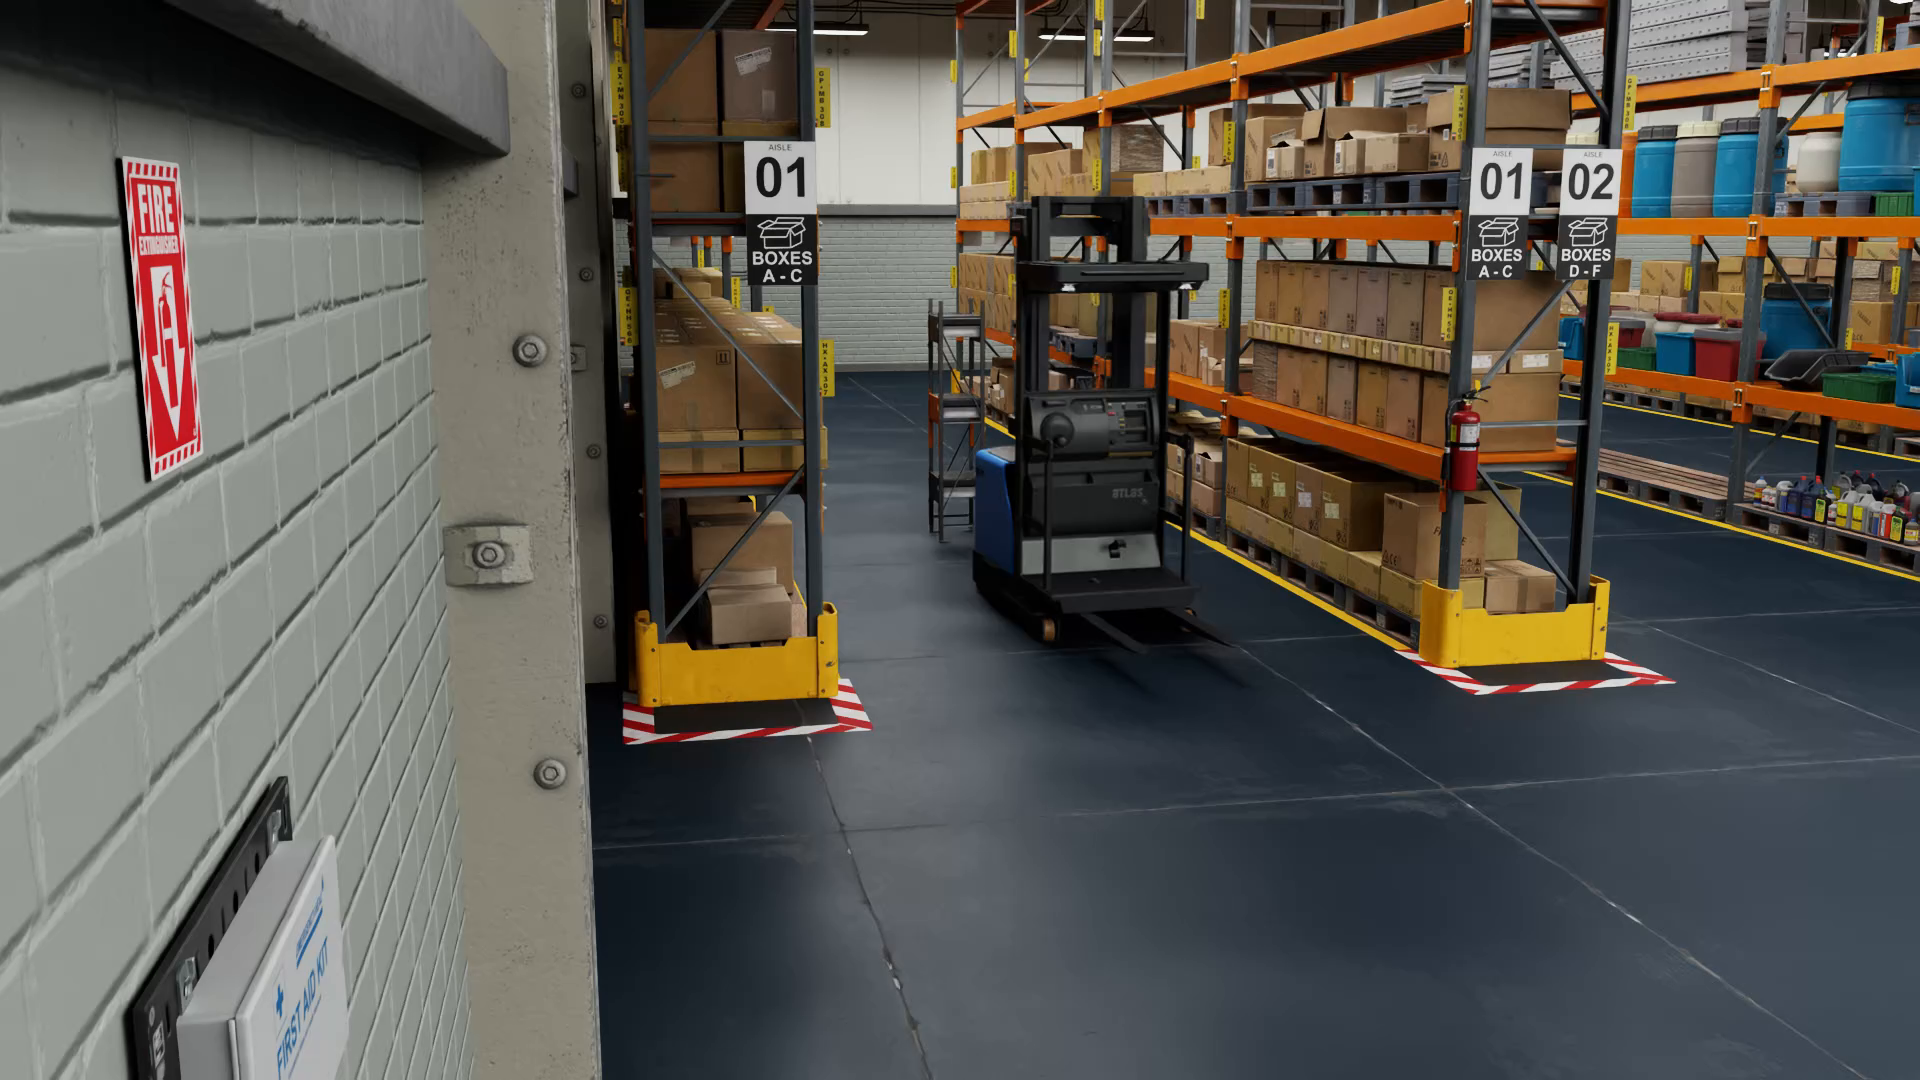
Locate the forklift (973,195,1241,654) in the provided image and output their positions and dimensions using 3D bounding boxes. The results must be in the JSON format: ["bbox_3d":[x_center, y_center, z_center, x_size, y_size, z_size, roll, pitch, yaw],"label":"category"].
[{"bbox_3d":[0.984,-0.835,11.243,1.130,2.935,3.031,-3,11,-15],"label":"forklift"}]

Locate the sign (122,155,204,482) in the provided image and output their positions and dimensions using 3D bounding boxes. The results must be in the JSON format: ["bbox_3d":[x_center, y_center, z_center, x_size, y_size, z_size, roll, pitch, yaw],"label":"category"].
[{"bbox_3d":[-0.774,-0.218,1.622,0.001,0.298,0.199,-2,11,-11],"label":"sign"}]

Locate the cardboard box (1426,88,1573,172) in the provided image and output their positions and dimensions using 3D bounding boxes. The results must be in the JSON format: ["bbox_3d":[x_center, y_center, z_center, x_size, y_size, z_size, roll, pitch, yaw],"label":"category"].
[{"bbox_3d":[3.447,-2.629,10.688,0.797,0.503,0.637,-1,11,-7],"label":"cardboard box"}]

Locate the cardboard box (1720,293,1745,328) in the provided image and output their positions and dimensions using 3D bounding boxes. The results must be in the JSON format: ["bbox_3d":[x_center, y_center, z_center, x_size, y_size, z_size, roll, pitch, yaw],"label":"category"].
[{"bbox_3d":[10.881,-3.148,22.944,0.500,0.500,0.500,-2,11,-11],"label":"cardboard box"}]

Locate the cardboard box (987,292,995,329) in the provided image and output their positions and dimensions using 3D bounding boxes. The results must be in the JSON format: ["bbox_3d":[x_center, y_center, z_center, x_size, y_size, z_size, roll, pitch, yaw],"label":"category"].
[{"bbox_3d":[0.668,-3.245,23.454,0.500,0.500,0.500,-2,11,-10],"label":"cardboard box"}]

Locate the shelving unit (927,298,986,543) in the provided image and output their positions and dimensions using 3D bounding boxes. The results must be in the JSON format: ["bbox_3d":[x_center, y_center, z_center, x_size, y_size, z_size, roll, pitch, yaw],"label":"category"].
[{"bbox_3d":[-0.032,-1.062,14.660,0.431,2.100,0.503,-2,11,-11],"label":"shelving unit"}]

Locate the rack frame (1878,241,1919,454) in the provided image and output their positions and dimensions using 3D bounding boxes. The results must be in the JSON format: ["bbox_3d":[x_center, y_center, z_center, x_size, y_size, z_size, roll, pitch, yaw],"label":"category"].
[{"bbox_3d":[11.716,-2.551,20.074,1.000,3.000,0.127,-2,11,-11],"label":"rack frame"}]

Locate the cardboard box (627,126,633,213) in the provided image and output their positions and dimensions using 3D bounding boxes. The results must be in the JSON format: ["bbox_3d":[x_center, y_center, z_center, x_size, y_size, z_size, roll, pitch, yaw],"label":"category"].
[{"bbox_3d":[-1.751,-2.232,10.058,0.500,0.500,0.500,-2,11,-11],"label":"cardboard box"}]

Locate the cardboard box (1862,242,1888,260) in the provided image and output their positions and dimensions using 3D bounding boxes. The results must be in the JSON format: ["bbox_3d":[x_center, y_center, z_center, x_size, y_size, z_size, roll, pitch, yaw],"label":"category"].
[{"bbox_3d":[15.056,-4.586,27.029,0.500,0.500,0.500,-2,11,-12],"label":"cardboard box"}]

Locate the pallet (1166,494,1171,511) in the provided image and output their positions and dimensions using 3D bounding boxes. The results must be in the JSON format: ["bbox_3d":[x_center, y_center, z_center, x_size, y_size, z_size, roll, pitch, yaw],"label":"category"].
[{"bbox_3d":[2.354,-0.445,16.472,1.003,0.211,1.213,-2,11,-11],"label":"pallet"}]

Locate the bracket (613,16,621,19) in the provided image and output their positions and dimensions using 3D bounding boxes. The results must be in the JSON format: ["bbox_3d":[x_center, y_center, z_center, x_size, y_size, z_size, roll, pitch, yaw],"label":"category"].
[{"bbox_3d":[-5.983,-9.180,29.234,0.235,0.232,0.430,-2,11,-11],"label":"bracket"}]

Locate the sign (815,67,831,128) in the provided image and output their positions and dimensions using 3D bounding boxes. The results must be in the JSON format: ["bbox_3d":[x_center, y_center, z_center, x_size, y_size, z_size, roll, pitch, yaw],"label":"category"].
[{"bbox_3d":[-0.772,-2.466,9.268,0.100,0.325,0.005,-2,11,-11],"label":"sign"}]

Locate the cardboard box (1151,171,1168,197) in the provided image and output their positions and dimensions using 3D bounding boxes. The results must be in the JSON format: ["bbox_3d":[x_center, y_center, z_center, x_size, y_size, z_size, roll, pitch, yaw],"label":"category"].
[{"bbox_3d":[2.262,-3.620,16.951,0.500,0.250,0.500,-2,11,-9],"label":"cardboard box"}]

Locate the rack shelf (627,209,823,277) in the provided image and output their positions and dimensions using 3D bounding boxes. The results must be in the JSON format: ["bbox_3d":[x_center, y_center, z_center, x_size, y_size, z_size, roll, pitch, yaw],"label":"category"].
[{"bbox_3d":[-1.693,-2.030,11.240,1.077,0.370,4.000,-2,11,-11],"label":"rack shelf"}]

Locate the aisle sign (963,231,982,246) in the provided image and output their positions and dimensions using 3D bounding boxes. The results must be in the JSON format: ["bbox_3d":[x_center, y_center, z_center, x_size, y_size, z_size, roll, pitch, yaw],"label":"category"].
[{"bbox_3d":[0.141,-4.937,25.661,0.394,0.787,0.004,-2,11,-11],"label":"aisle sign"}]

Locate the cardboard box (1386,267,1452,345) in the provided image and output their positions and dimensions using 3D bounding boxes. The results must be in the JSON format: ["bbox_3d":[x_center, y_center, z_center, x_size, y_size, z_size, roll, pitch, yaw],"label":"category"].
[{"bbox_3d":[3.358,-1.602,11.355,0.700,0.500,0.500,-2,11,-12],"label":"cardboard box"}]

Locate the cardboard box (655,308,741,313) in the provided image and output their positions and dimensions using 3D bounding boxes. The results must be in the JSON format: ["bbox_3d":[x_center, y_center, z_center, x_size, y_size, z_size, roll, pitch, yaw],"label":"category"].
[{"bbox_3d":[-2.249,-1.739,14.367,0.700,0.500,0.500,-1,11,-5],"label":"cardboard box"}]

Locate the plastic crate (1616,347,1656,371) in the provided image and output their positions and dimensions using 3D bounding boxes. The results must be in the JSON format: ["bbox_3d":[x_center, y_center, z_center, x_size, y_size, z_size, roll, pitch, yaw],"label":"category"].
[{"bbox_3d":[7.020,-1.842,16.918,0.450,0.188,0.662,-2,11,-11],"label":"plastic crate"}]

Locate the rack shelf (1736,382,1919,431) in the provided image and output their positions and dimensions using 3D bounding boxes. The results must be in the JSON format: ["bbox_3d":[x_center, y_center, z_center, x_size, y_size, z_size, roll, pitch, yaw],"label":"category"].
[{"bbox_3d":[8.025,-0.917,13.414,1.077,0.370,4.000,-2,11,-11],"label":"rack shelf"}]

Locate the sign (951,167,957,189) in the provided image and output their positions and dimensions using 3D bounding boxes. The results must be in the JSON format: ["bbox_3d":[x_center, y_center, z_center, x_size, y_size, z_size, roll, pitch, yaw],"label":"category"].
[{"bbox_3d":[-0.090,-5.541,25.428,0.100,0.325,0.005,-2,11,-11],"label":"sign"}]

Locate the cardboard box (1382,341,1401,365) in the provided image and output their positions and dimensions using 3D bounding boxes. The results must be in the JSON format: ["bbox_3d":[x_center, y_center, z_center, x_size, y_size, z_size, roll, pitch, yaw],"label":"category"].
[{"bbox_3d":[3.144,-1.296,11.479,0.380,0.149,0.250,-2,11,-10],"label":"cardboard box"}]

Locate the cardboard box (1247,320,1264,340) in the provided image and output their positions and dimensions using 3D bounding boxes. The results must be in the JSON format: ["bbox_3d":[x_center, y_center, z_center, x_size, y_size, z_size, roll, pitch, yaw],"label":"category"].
[{"bbox_3d":[2.639,-1.769,13.965,0.380,0.149,0.250,-2,11,-11],"label":"cardboard box"}]

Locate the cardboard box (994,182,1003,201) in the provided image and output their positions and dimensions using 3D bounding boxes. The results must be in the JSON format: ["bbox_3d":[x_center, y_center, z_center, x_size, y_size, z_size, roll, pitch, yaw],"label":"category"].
[{"bbox_3d":[0.766,-4.741,22.626,0.500,0.250,0.500,-2,11,-11],"label":"cardboard box"}]

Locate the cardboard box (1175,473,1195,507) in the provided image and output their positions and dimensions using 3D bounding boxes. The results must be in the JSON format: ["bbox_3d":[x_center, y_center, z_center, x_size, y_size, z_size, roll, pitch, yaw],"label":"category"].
[{"bbox_3d":[2.315,-0.471,15.381,0.500,0.250,0.500,-2,11,-12],"label":"cardboard box"}]

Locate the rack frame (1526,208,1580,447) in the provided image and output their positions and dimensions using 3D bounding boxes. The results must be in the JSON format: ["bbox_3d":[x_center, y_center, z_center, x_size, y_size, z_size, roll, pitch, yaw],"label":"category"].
[{"bbox_3d":[6.858,-2.370,19.128,1.000,3.000,0.127,-2,11,-11],"label":"rack frame"}]

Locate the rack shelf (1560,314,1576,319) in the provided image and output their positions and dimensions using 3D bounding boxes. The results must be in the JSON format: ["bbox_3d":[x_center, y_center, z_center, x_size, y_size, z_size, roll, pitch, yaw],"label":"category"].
[{"bbox_3d":[10.549,-3.298,25.923,1.077,0.370,4.000,-2,11,-11],"label":"rack shelf"}]

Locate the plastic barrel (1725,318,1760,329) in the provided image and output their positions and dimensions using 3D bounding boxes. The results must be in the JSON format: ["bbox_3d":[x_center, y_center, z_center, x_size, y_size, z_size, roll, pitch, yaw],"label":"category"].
[{"bbox_3d":[7.665,-1.887,16.225,0.433,0.535,0.433,0,11,0],"label":"plastic barrel"}]

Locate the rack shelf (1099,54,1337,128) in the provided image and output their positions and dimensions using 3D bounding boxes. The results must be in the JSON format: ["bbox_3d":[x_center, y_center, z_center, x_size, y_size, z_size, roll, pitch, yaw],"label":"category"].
[{"bbox_3d":[2.388,-4.221,15.802,1.077,0.370,4.000,-2,11,-11],"label":"rack shelf"}]

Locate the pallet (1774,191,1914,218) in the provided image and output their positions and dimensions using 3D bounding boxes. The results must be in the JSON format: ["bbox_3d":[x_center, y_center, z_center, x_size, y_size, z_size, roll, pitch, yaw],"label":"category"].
[{"bbox_3d":[7.872,-2.889,14.334,1.213,0.211,1.003,-2,11,-11],"label":"pallet"}]

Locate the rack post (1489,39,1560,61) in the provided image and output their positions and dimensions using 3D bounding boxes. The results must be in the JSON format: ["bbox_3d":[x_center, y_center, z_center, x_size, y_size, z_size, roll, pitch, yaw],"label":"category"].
[{"bbox_3d":[6.610,-5.710,19.251,0.624,0.289,0.986,-2,11,-11],"label":"rack post"}]

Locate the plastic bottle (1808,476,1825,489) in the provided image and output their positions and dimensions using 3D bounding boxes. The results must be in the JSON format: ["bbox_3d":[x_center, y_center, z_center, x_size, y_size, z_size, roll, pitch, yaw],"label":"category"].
[{"bbox_3d":[7.527,-0.394,14.651,0.144,0.351,0.185,-2,11,-11],"label":"plastic bottle"}]

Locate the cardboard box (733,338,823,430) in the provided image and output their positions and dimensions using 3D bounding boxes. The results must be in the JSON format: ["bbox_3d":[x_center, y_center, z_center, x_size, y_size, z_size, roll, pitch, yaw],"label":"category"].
[{"bbox_3d":[-1.102,-0.946,9.986,0.500,0.500,0.500,-2,11,-11],"label":"cardboard box"}]

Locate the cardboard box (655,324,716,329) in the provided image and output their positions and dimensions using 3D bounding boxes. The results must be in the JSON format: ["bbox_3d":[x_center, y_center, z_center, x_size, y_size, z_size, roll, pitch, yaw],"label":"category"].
[{"bbox_3d":[-1.895,-1.206,11.352,0.500,0.500,0.500,-2,11,-10],"label":"cardboard box"}]

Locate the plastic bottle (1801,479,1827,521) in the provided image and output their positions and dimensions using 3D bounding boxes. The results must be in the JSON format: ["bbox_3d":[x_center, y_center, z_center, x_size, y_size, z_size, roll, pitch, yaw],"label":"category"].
[{"bbox_3d":[7.423,-0.354,14.441,0.144,0.351,0.185,-3,11,-13],"label":"plastic bottle"}]

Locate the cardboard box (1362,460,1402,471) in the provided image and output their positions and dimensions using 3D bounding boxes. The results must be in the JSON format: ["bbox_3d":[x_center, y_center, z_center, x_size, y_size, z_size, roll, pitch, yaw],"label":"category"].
[{"bbox_3d":[3.379,-0.329,12.629,0.500,0.500,0.500,-2,11,-11],"label":"cardboard box"}]

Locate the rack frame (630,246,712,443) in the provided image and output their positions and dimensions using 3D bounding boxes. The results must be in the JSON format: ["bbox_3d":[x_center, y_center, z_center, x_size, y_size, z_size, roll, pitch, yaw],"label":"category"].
[{"bbox_3d":[-3.638,-2.744,21.090,1.000,3.000,0.127,-2,11,-11],"label":"rack frame"}]

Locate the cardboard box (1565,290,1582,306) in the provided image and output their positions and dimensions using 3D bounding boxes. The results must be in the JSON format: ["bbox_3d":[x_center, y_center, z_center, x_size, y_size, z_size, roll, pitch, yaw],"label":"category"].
[{"bbox_3d":[10.097,-3.897,26.756,0.500,0.250,0.500,-2,11,-12],"label":"cardboard box"}]

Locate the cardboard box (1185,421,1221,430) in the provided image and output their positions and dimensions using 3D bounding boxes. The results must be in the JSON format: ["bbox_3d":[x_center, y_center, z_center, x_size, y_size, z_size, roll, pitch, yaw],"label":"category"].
[{"bbox_3d":[2.545,-1.047,16.906,0.500,0.311,0.500,-2,11,-11],"label":"cardboard box"}]

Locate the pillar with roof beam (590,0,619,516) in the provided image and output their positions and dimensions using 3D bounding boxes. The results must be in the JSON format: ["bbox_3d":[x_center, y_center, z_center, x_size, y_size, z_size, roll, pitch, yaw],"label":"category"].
[{"bbox_3d":[0.767,-4.844,16.079,9.100,9.000,0.400,-2,11,-11],"label":"pillar with roof beam"}]

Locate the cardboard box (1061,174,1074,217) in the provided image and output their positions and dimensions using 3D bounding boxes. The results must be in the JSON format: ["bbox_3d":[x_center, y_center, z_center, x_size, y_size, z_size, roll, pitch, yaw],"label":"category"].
[{"bbox_3d":[1.680,-3.981,19.302,0.910,0.500,0.500,-2,11,-11],"label":"cardboard box"}]

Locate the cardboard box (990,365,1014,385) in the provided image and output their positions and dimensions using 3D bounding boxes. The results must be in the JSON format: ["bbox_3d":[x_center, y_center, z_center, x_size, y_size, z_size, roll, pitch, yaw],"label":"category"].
[{"bbox_3d":[0.850,-2.259,24.041,0.797,0.503,0.637,-2,11,-11],"label":"cardboard box"}]

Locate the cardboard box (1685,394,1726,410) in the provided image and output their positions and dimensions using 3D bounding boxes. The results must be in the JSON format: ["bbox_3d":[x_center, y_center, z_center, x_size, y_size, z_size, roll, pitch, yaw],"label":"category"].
[{"bbox_3d":[11.083,-2.330,23.475,1.225,0.875,0.875,-2,11,-11],"label":"cardboard box"}]

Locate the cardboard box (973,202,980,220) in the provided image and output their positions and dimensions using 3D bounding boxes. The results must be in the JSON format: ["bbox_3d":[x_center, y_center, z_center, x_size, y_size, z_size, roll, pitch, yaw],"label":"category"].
[{"bbox_3d":[0.477,-4.771,24.118,0.500,0.250,0.500,-2,11,-11],"label":"cardboard box"}]

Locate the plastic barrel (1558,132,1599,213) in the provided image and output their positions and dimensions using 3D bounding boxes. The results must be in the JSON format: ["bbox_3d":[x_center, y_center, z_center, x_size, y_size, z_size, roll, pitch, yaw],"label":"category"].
[{"bbox_3d":[6.805,-3.932,17.968,0.600,0.901,0.600,0,11,0],"label":"plastic barrel"}]

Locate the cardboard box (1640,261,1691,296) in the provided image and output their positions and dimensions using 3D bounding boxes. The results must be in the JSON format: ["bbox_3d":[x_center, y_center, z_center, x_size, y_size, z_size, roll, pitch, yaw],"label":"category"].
[{"bbox_3d":[10.493,-3.892,24.720,0.500,0.500,0.500,-2,11,-10],"label":"cardboard box"}]

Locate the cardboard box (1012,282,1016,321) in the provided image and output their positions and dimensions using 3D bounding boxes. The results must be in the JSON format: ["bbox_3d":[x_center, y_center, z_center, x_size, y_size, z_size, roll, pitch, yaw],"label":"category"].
[{"bbox_3d":[1.093,-3.085,21.492,0.700,0.500,0.500,-6,12,-30],"label":"cardboard box"}]

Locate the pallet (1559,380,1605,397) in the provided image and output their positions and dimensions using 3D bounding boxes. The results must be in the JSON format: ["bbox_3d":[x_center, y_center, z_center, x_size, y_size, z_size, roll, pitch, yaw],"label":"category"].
[{"bbox_3d":[10.393,-2.504,27.288,1.003,0.211,1.213,-2,11,-11],"label":"pallet"}]

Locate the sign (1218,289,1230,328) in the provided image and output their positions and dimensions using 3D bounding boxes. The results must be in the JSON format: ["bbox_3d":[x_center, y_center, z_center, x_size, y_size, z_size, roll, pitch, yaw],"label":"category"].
[{"bbox_3d":[2.246,-1.966,14.117,0.100,0.325,0.005,-2,11,-11],"label":"sign"}]

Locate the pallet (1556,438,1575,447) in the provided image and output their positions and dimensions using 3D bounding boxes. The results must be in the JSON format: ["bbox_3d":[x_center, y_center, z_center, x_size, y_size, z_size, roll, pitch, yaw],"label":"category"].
[{"bbox_3d":[6.664,-1.144,20.141,1.003,0.211,1.213,-2,11,-11],"label":"pallet"}]

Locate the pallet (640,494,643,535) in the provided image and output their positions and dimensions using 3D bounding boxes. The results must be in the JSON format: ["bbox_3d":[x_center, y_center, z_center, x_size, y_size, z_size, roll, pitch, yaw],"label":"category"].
[{"bbox_3d":[-2.475,-0.274,15.569,1.003,0.211,1.213,-2,11,-11],"label":"pallet"}]
